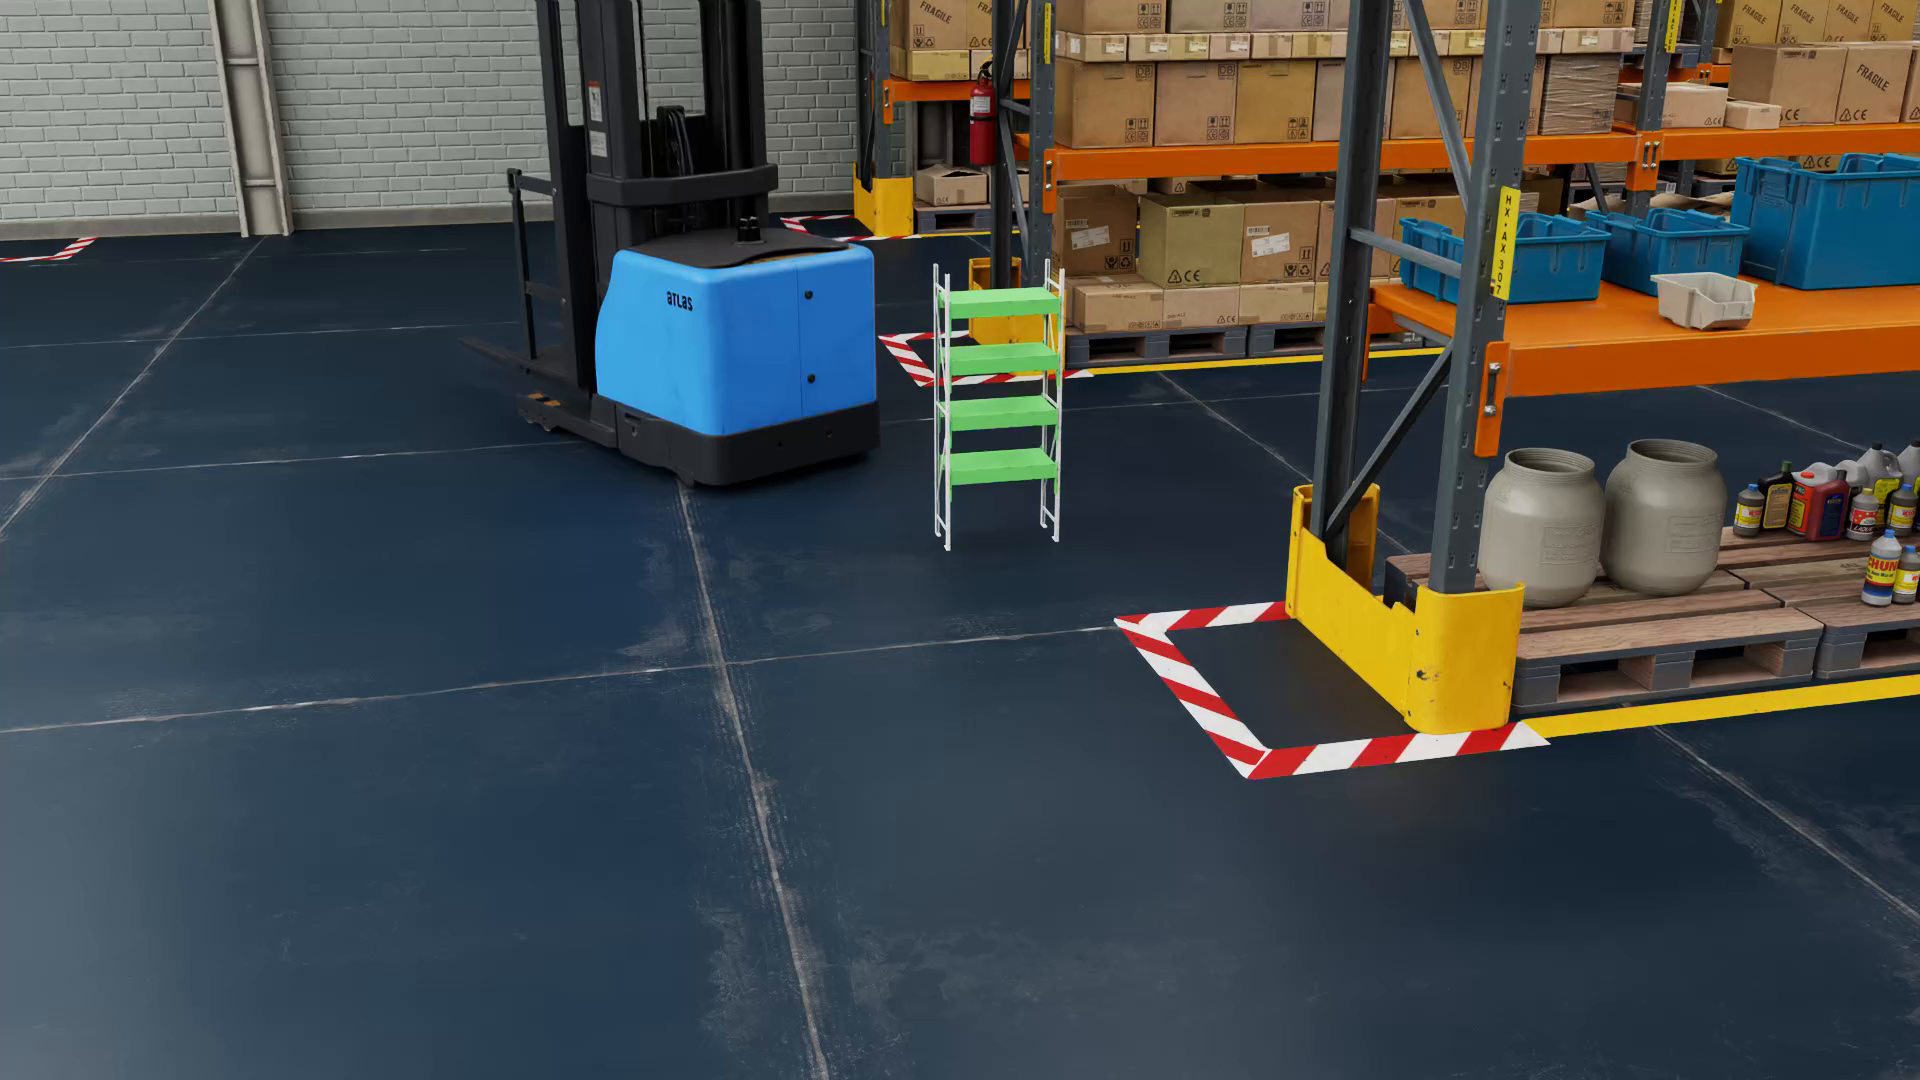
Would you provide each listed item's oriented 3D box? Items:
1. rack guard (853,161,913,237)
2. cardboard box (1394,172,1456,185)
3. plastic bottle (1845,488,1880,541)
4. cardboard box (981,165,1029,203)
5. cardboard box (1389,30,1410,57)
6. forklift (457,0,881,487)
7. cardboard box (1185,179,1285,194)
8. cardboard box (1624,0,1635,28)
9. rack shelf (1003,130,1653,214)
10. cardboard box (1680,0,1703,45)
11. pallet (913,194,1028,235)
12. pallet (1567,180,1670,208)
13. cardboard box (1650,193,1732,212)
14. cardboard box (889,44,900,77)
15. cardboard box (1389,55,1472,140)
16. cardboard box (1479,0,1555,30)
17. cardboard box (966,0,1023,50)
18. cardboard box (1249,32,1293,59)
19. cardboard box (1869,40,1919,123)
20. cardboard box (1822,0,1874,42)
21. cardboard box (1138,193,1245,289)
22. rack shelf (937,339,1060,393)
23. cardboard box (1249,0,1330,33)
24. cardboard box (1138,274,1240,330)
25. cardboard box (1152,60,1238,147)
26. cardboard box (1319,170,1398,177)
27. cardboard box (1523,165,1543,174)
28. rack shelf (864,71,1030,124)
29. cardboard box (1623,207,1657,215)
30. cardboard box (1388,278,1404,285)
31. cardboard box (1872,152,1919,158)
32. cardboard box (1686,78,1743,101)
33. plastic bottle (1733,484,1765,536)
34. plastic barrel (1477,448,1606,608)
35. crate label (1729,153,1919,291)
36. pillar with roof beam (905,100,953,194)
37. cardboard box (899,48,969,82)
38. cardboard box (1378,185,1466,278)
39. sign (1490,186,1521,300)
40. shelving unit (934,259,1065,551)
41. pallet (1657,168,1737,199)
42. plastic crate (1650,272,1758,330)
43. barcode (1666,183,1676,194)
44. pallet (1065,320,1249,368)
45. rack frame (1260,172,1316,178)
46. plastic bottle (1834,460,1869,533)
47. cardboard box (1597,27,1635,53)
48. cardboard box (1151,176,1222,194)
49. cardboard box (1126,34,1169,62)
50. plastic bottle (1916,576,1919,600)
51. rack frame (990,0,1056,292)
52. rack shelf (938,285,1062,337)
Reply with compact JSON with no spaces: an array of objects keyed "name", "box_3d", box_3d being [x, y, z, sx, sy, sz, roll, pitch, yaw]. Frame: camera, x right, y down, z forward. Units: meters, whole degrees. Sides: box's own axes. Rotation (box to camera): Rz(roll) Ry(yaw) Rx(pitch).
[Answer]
[{"name":"rack guard","box_3d":[-0.699,-3.090,15.022,0.348,0.500,1.175,-5,21,-12]},{"name":"cardboard box","box_3d":[3.255,-2.200,11.257,0.500,0.500,0.500,-5,21,-12]},{"name":"plastic bottle","box_3d":[3.627,-0.107,6.675,0.097,0.201,0.097,0,20,0]},{"name":"cardboard box","box_3d":[0.476,-3.271,15.153,0.500,0.311,0.500,-3,20,-8]},{"name":"cardboard box","box_3d":[2.554,-3.052,10.198,0.250,0.149,0.380,-4,20,-11]},{"name":"forklift","box_3d":[-1.756,-2.058,8.671,1.130,2.935,3.031,-17,26,-39]},{"name":"cardboard box","box_3d":[1.794,-2.084,10.939,0.500,0.500,0.500,-5,21,-12]},{"name":"cardboard box","box_3d":[6.020,-5.050,15.955,0.500,0.500,0.700,-7,21,-18]},{"name":"rack shelf","box_3d":[2.317,-2.420,10.606,4.000,0.370,1.077,-5,21,-12]},{"name":"cardboard box","box_3d":[7.412,-5.212,16.576,0.500,0.500,0.500,-5,21,-12]},{"name":"pallet","box_3d":[0.100,-3.007,15.215,1.213,0.211,1.003,-5,21,-12]},{"name":"pallet","box_3d":[6.252,-3.520,16.617,1.213,0.211,1.003,-5,21,-12]},{"name":"cardboard box","box_3d":[5.096,-2.257,11.686,0.500,0.311,0.500,-4,21,-11]},{"name":"cardboard box","box_3d":[-0.362,-4.298,14.876,0.500,0.250,0.500,-4,21,-12]},{"name":"cardboard box","box_3d":[2.832,-2.844,10.571,0.500,0.500,0.700,-4,21,-12]},{"name":"cardboard box","box_3d":[3.342,-3.495,10.462,0.500,0.500,0.700,-5,21,-13]},{"name":"cardboard box","box_3d":[0.244,-4.521,14.395,0.500,0.500,0.500,-5,21,-12]},{"name":"cardboard box","box_3d":[1.806,-2.992,10.034,0.250,0.149,0.380,-5,21,-14]},{"name":"cardboard box","box_3d":[6.527,-3.141,11.384,0.500,0.500,0.500,-6,21,-15]},{"name":"cardboard box","box_3d":[8.539,-5.117,16.315,0.500,0.500,0.500,-5,21,-13]},{"name":"cardboard box","box_3d":[1.430,-1.866,10.344,0.500,0.500,0.500,-5,21,-12]},{"name":"rack shelf","box_3d":[0.161,-0.742,7.083,0.480,0.148,0.258,-5,21,-12]},{"name":"cardboard box","box_3d":[1.880,-3.376,10.139,0.500,0.500,0.700,-5,21,-12]},{"name":"cardboard box","box_3d":[1.430,-1.514,10.475,0.500,0.250,0.500,-5,21,-12]},{"name":"cardboard box","box_3d":[1.338,-2.722,10.240,0.500,0.500,0.700,-4,21,-11]},{"name":"cardboard box","box_3d":[3.832,-3.671,15.969,0.500,0.500,0.700,-4,20,-11]},{"name":"cardboard box","box_3d":[5.319,-3.798,16.317,0.500,0.500,0.700,-5,21,-13]},{"name":"rack shelf","box_3d":[1.174,-4.078,15.132,4.000,0.370,1.077,-5,21,-12]},{"name":"cardboard box","box_3d":[4.723,-2.035,11.080,0.500,0.311,0.500,-5,21,-12]},{"name":"cardboard box","box_3d":[2.890,-1.632,10.795,0.500,0.250,0.500,-5,21,-12]},{"name":"cardboard box","box_3d":[9.438,-4.229,17.012,0.750,0.750,0.750,-4,20,-11]},{"name":"cardboard box","box_3d":[5.077,-2.984,11.295,0.258,0.266,0.396,-5,21,-14]},{"name":"plastic bottle","box_3d":[3.193,-0.126,6.726,0.097,0.201,0.097,0,20,0]},{"name":"plastic barrel","box_3d":[2.130,-0.048,6.091,0.421,0.512,0.421,0,20,0]},{"name":"crate label","box_3d":[3.236,-1.194,6.162,0.616,0.435,0.502,-5,21,-12]},{"name":"pillar with roof beam","box_3d":[0.700,-5.978,10.552,0.400,9.000,9.100,-5,21,-12]},{"name":"cardboard box","box_3d":[-0.225,-4.129,14.414,0.500,0.250,0.500,-5,21,-14]},{"name":"cardboard box","box_3d":[2.887,-1.988,10.677,0.500,0.500,0.500,-5,21,-12]},{"name":"sign","box_3d":[1.629,-0.887,4.972,0.005,0.325,0.100,-5,21,-12]},{"name":"shelving unit","box_3d":[0.161,-0.576,7.144,0.503,1.200,0.258,-5,21,-12]},{"name":"pallet","box_3d":[7.797,-3.618,16.886,1.213,0.211,1.003,-5,21,-12]},{"name":"plastic crate","box_3d":[2.452,-0.780,5.468,0.250,0.136,0.298,-5,21,-12]},{"name":"barcode","box_3d":[4.608,-2.281,10.778,0.075,0.075,0.001,-5,21,-12]},{"name":"pallet","box_3d":[1.105,-1.365,10.733,1.213,0.211,1.003,-5,21,-12]},{"name":"rack frame","box_3d":[3.120,-4.574,15.440,0.127,3.000,1.000,-5,21,-12]},{"name":"plastic bottle","box_3d":[3.580,-0.183,6.773,0.135,0.276,0.152,-5,21,-14]},{"name":"cardboard box","box_3d":[4.048,-3.174,10.531,0.250,0.149,0.380,-5,21,-13]},{"name":"cardboard box","box_3d":[2.119,-3.511,15.534,0.500,0.500,0.500,-6,21,-17]},{"name":"cardboard box","box_3d":[1.059,-2.932,9.869,0.250,0.149,0.380,-5,21,-14]},{"name":"plastic bottle","box_3d":[3.568,0.077,6.054,0.133,0.283,0.061,-4,21,-12]},{"name":"rack frame","box_3d":[0.371,-2.600,10.050,0.127,3.000,1.000,-5,21,-12]},{"name":"rack shelf","box_3d":[0.161,-0.967,7.001,0.480,0.148,0.258,-5,21,-12]}]
